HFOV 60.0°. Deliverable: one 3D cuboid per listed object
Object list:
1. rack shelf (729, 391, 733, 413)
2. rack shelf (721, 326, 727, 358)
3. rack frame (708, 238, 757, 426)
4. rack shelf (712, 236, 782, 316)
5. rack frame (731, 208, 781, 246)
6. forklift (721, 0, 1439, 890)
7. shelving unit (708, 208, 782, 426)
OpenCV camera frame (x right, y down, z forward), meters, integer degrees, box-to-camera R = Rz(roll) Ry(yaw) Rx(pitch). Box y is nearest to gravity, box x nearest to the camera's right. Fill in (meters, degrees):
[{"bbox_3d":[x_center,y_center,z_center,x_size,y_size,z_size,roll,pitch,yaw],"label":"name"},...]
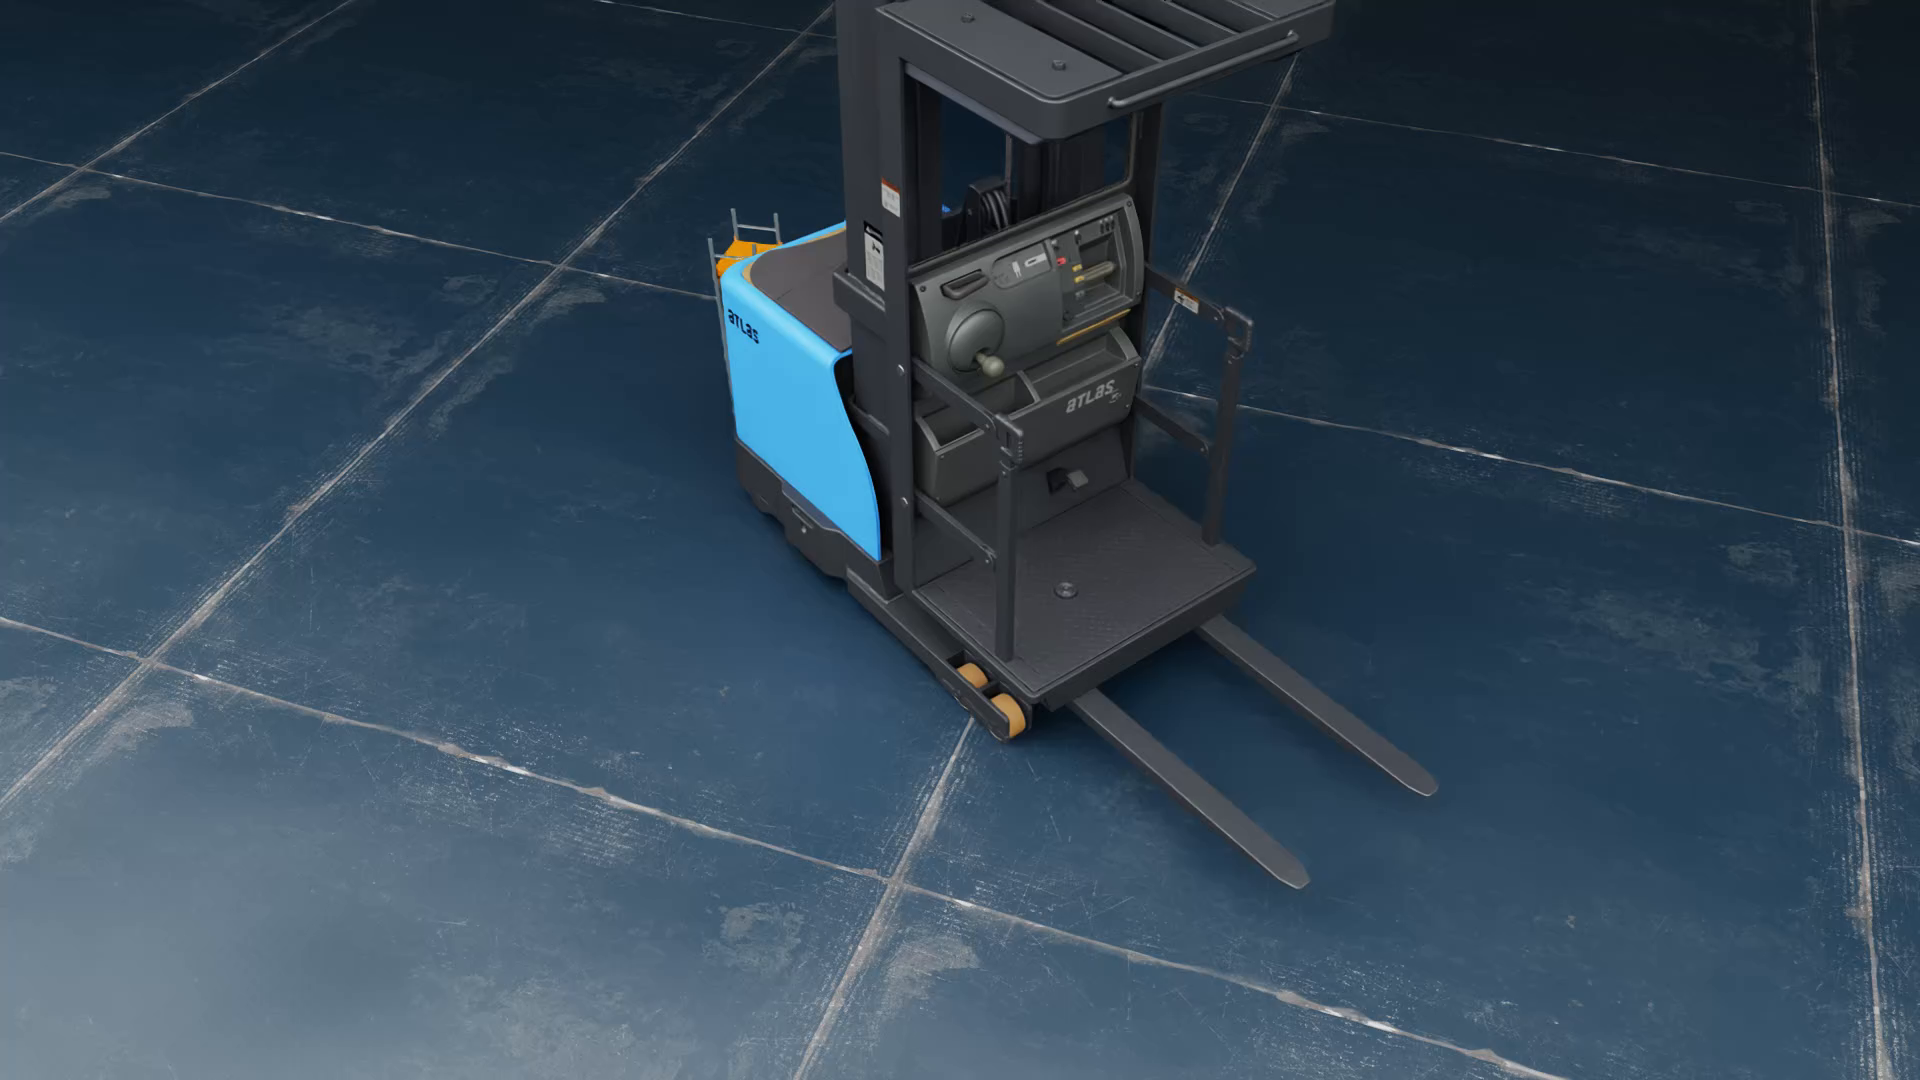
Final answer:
[{"bbox_3d":[-0.833,-0.619,7.105,0.215,0.259,0.240,9,41,13],"label":"rack shelf"},{"bbox_3d":[-0.841,-0.832,6.927,0.215,0.259,0.240,9,41,13],"label":"rack shelf"},{"bbox_3d":[-0.875,-0.764,6.831,0.200,1.050,0.008,9,41,13],"label":"rack frame"},{"bbox_3d":[-0.850,-1.049,6.745,0.215,0.259,0.240,9,41,13],"label":"rack shelf"},{"bbox_3d":[-0.809,-0.916,7.009,0.200,1.050,0.008,9,41,13],"label":"rack frame"},{"bbox_3d":[0.377,-0.771,5.395,1.130,2.935,3.031,-27,47,-28],"label":"forklift"},{"bbox_3d":[-0.842,-0.840,6.920,0.215,1.050,0.252,9,41,13],"label":"shelving unit"}]
